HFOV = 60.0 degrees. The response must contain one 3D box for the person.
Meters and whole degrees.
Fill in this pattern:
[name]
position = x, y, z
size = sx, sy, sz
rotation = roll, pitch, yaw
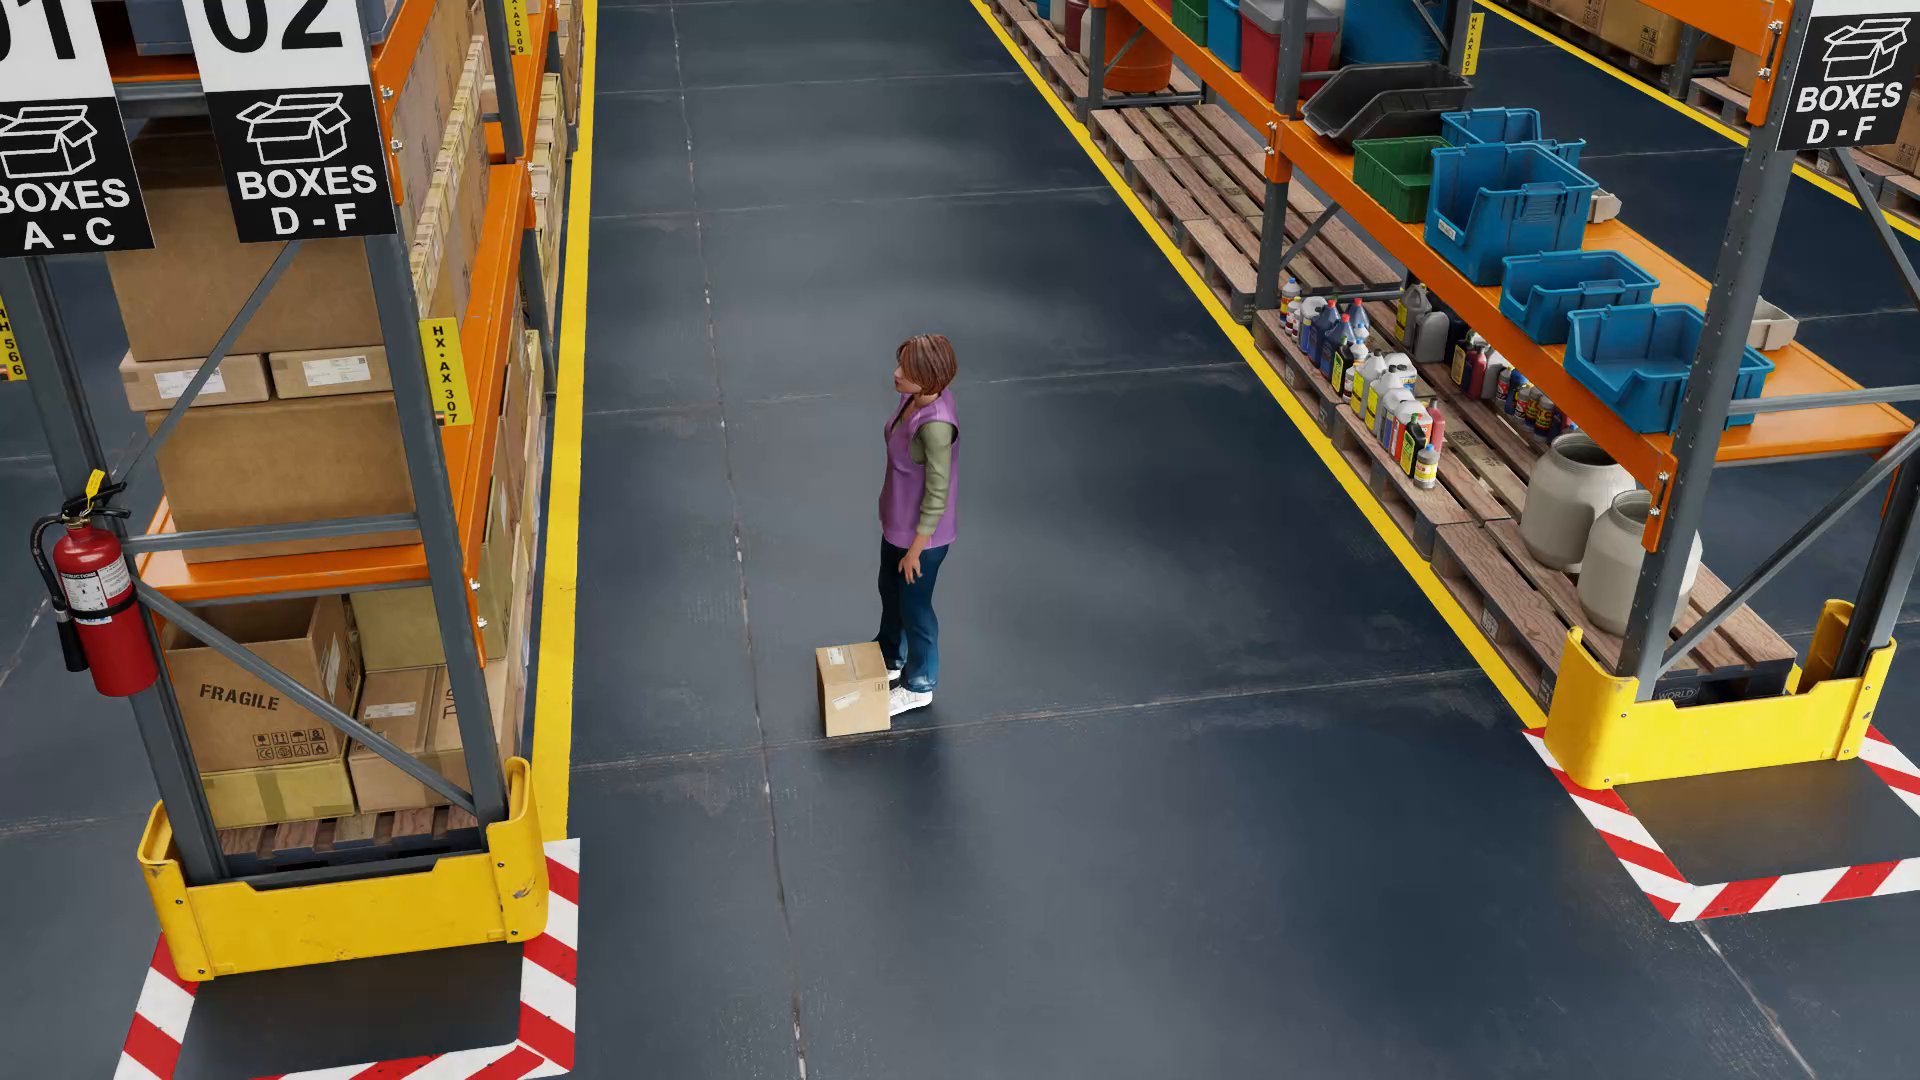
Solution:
[person]
position = -0.243, -0.032, 6.192
size = 0.472, 1.585, 0.520
rotation = -5, 32, -9
